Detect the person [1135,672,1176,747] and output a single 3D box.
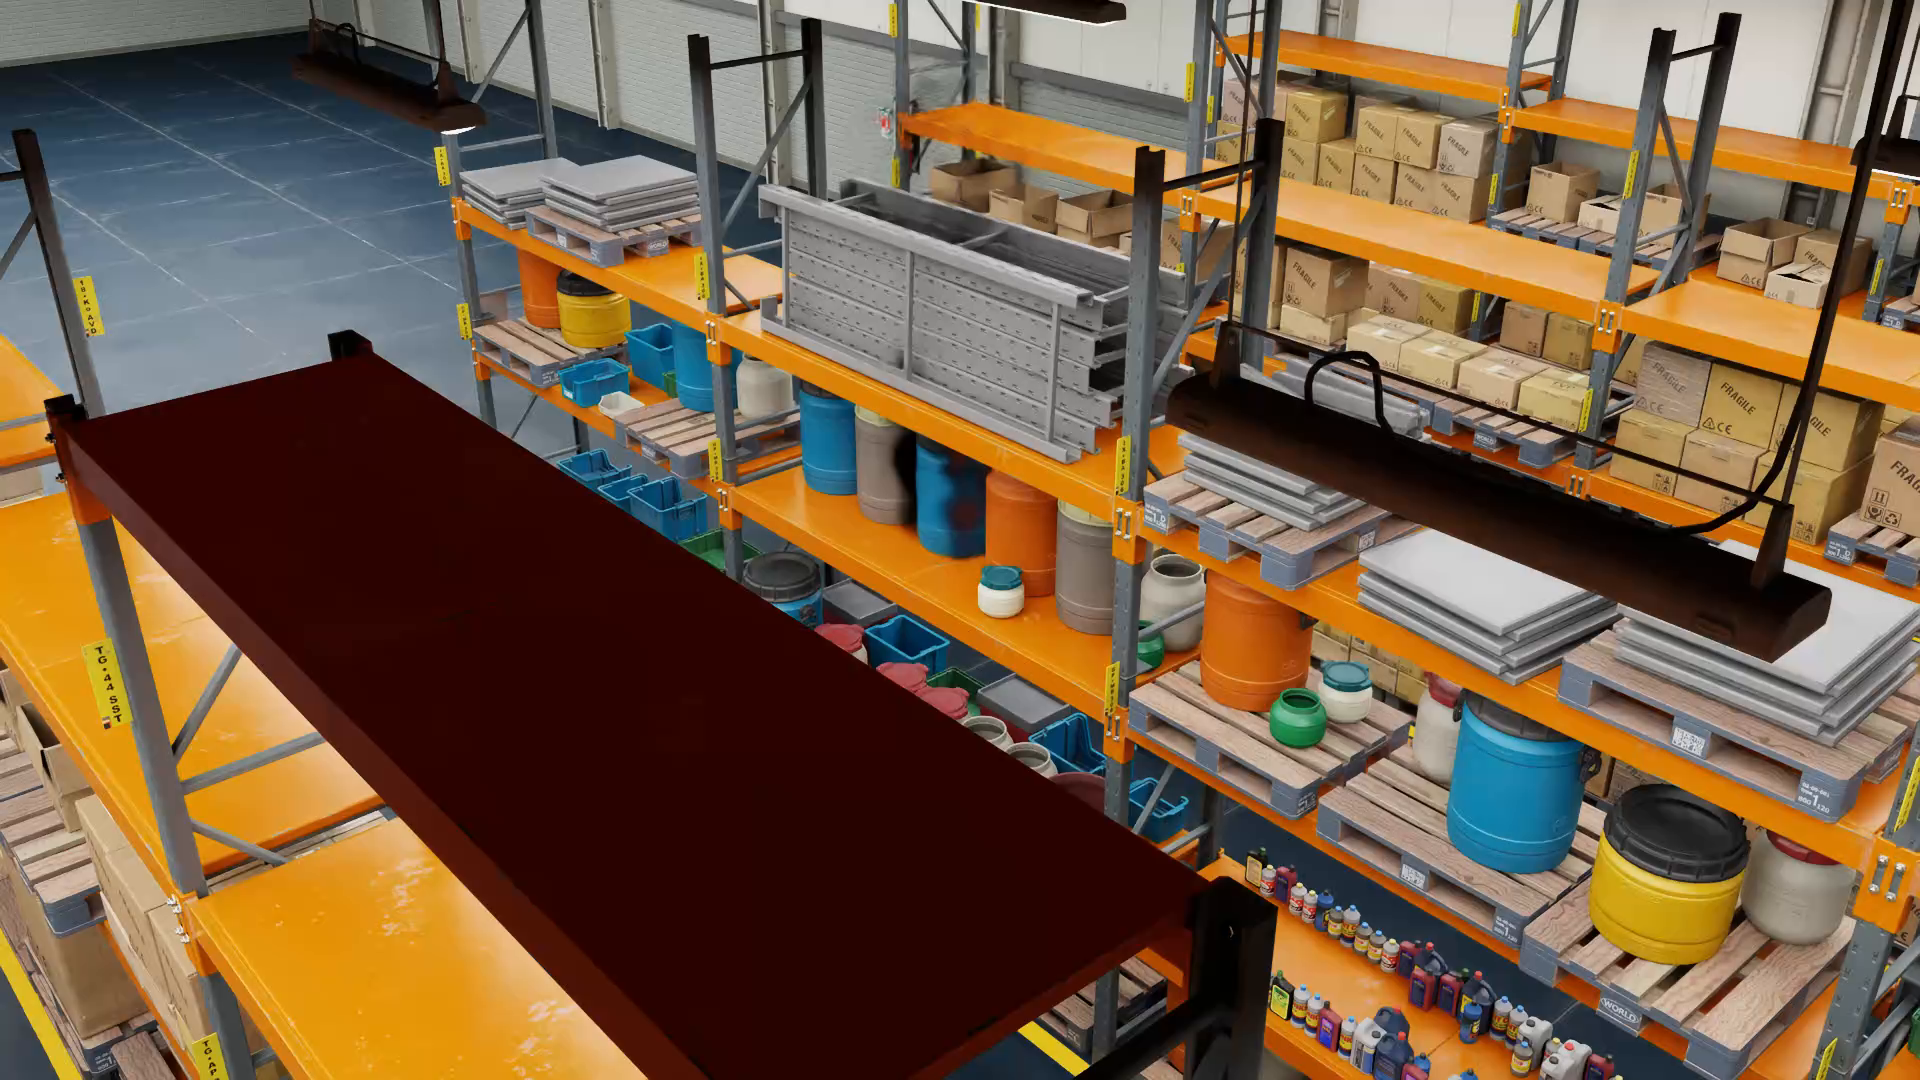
[{"bbox_3d":[1.658,1.023,13.665,0.897,1.749,0.726,24,35,38],"label":"person"}]
